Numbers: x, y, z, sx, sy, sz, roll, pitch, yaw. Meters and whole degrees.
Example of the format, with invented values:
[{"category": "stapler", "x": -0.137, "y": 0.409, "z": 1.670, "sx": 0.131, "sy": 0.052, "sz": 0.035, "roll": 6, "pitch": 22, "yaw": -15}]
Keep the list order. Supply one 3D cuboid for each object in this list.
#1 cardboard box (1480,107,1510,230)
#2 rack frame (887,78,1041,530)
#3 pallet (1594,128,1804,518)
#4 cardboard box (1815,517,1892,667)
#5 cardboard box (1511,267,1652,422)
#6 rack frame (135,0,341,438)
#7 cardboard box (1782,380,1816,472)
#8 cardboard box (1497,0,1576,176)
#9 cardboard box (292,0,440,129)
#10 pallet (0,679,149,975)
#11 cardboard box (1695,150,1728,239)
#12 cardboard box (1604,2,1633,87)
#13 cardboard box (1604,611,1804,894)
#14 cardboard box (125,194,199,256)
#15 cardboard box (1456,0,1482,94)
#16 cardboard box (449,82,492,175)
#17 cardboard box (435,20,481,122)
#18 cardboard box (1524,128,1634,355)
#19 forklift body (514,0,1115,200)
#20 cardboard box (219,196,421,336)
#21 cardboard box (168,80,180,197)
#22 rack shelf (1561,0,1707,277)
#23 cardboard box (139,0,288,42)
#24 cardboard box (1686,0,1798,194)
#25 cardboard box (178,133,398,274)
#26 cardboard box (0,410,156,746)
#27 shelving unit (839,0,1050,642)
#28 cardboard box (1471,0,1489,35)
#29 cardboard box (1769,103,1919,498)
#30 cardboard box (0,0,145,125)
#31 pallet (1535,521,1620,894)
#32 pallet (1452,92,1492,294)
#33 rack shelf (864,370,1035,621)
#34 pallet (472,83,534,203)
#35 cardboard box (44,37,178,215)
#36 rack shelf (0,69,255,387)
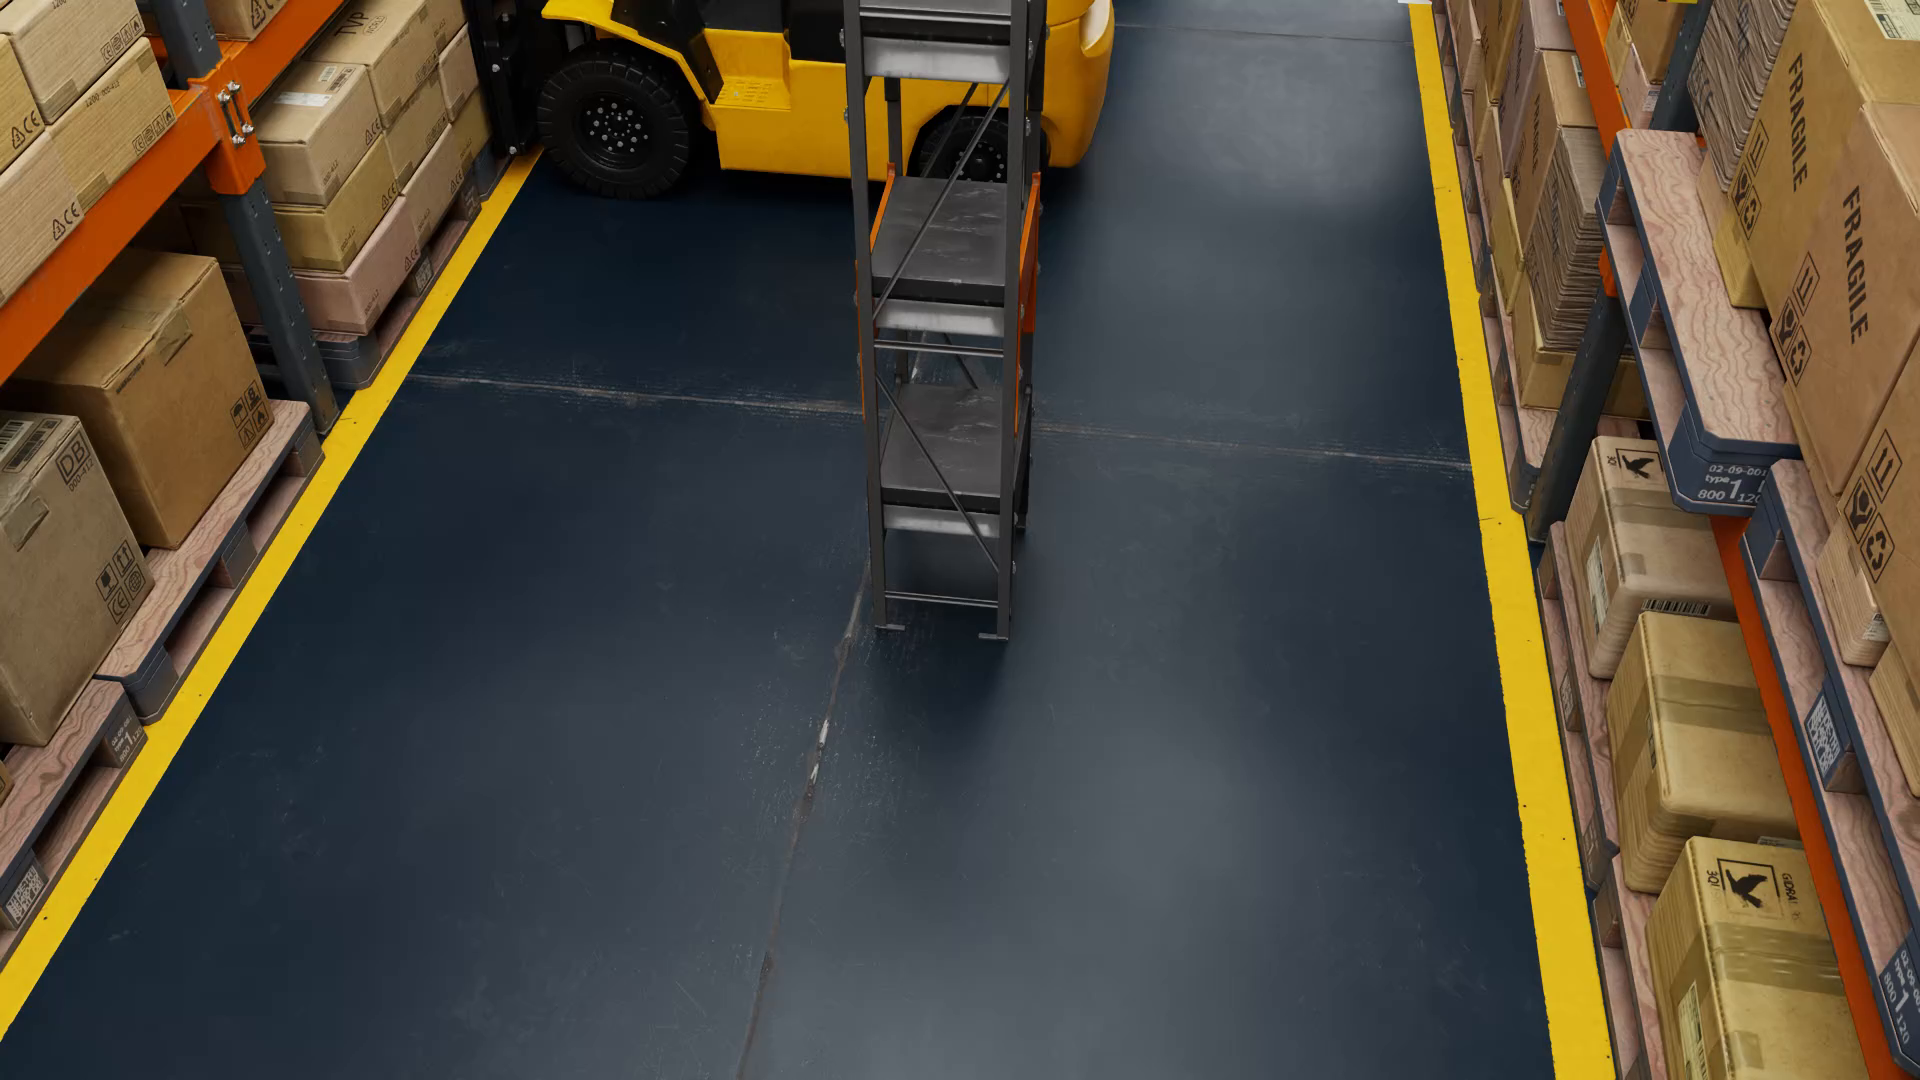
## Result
[{"category": "cardboard box", "x": 2.238, "y": -1.366, "z": 6.205, "sx": 0.500, "sy": 0.250, "sz": 0.500, "roll": 6, "pitch": 44, "yaw": 6}, {"category": "rack frame", "x": 0.010, "y": -0.816, "z": 4.585, "sx": 0.400, "sy": 2.100, "sz": 0.015, "roll": 5, "pitch": 44, "yaw": 6}, {"category": "pallet", "x": 2.049, "y": -0.497, "z": 3.733, "sx": 1.003, "sy": 0.211, "sz": 1.213, "roll": 5, "pitch": 44, "yaw": 6}, {"category": "cardboard box", "x": 1.708, "y": 0.098, "z": 2.842, "sx": 0.380, "sy": 0.149, "sz": 0.250, "roll": 7, "pitch": 44, "yaw": 7}, {"category": "cardboard box", "x": 2.106, "y": -0.656, "z": 5.455, "sx": 0.500, "sy": 0.250, "sz": 0.500, "roll": 7, "pitch": 44, "yaw": 7}, {"category": "rack frame", "x": -2.626, "y": -1.523, "z": 4.677, "sx": 1.000, "sy": 3.000, "sz": 0.127, "roll": 5, "pitch": 44, "yaw": 6}, {"category": "cardboard box", "x": 1.829, "y": -0.247, "z": 3.206, "sx": 0.380, "sy": 0.149, "sz": 0.250, "roll": 6, "pitch": 44, "yaw": 6}, {"category": "cardboard box", "x": 2.238, "y": -1.623, "z": 5.931, "sx": 0.500, "sy": 0.500, "sz": 0.500, "roll": 7, "pitch": 44, "yaw": 8}, {"category": "cardboard box", "x": -2.174, "y": -1.689, "z": 5.819, "sx": 0.500, "sy": 0.250, "sz": 0.500, "roll": 5, "pitch": 44, "yaw": 6}, {"category": "pallet", "x": -2.844, "y": 0.829, "z": 4.221, "sx": 1.003, "sy": 0.211, "sz": 1.213, "roll": 5, "pitch": 44, "yaw": 6}, {"category": "cardboard box", "x": 1.908, "y": -0.788, "z": 3.777, "sx": 0.380, "sy": 0.149, "sz": 0.250, "roll": 6, "pitch": 44, "yaw": 6}, {"category": "cardboard box", "x": 2.061, "y": -1.400, "z": 4.730, "sx": 0.380, "sy": 0.149, "sz": 0.250, "roll": 6, "pitch": 44, "yaw": 6}, {"category": "cardboard box", "x": 2.136, "y": 0.575, "z": 4.066, "sx": 0.950, "sy": 0.372, "sz": 0.625, "roll": 8, "pitch": 44, "yaw": 8}, {"category": "cardboard box", "x": -2.765, "y": -1.209, "z": 5.676, "sx": 0.500, "sy": 0.250, "sz": 0.500, "roll": 4, "pitch": 44, "yaw": 5}, {"category": "cardboard box", "x": 2.367, "y": -2.083, "z": 6.962, "sx": 0.500, "sy": 0.250, "sz": 0.500, "roll": 7, "pitch": 44, "yaw": 7}, {"category": "cardboard box", "x": -2.130, "y": -1.676, "z": 6.532, "sx": 0.500, "sy": 0.250, "sz": 0.500, "roll": 6, "pitch": 44, "yaw": 6}, {"category": "cardboard box", "x": -2.114, "y": -1.845, "z": 6.348, "sx": 0.500, "sy": 0.250, "sz": 0.500, "roll": 5, "pitch": 44, "yaw": 5}, {"category": "cardboard box", "x": 2.106, "y": -0.928, "z": 5.198, "sx": 0.500, "sy": 0.500, "sz": 0.500, "roll": 5, "pitch": 44, "yaw": 5}, {"category": "forklift body", "x": -0.540, "y": -2.483, "z": 6.308, "sx": 2.313, "sy": 2.155, "sz": 1.214, "roll": 5, "pitch": 44, "yaw": 6}, {"category": "cardboard box", "x": -2.234, "y": -0.977, "z": 5.794, "sx": 0.500, "sy": 0.250, "sz": 0.500, "roll": 6, "pitch": 44, "yaw": 6}, {"category": "cardboard box", "x": -2.753, "y": -1.393, "z": 5.507, "sx": 0.500, "sy": 0.250, "sz": 0.500, "roll": 6, "pitch": 44, "yaw": 6}, {"category": "rack shelf", "x": 2.559, "y": -2.176, "z": 5.890, "sx": 1.077, "sy": 0.370, "sz": 4.000, "roll": 5, "pitch": 44, "yaw": 6}, {"category": "cardboard box", "x": -2.309, "y": -1.838, "z": 4.937, "sx": 0.500, "sy": 0.500, "sz": 0.500, "roll": 4, "pitch": 44, "yaw": 4}, {"category": "cardboard box", "x": 1.948, "y": -1.078, "z": 3.612, "sx": 0.500, "sy": 0.500, "sz": 0.500, "roll": 6, "pitch": 44, "yaw": 7}, {"category": "cardboard box", "x": -2.256, "y": -1.160, "z": 5.624, "sx": 0.500, "sy": 0.250, "sz": 0.500, "roll": 5, "pitch": 44, "yaw": 5}, {"category": "cardboard box", "x": -2.794, "y": 0.072, "z": 4.414, "sx": 0.875, "sy": 0.625, "sz": 0.625, "roll": 5, "pitch": 44, "yaw": 5}, {"category": "shelving unit", "x": -0.022, "y": -0.650, "z": 4.409, "sx": 0.431, "sy": 2.100, "sz": 0.503, "roll": 5, "pitch": 44, "yaw": 6}, {"category": "cardboard box", "x": 2.375, "y": -2.329, "z": 6.677, "sx": 0.500, "sy": 0.500, "sz": 0.500, "roll": 4, "pitch": 44, "yaw": 4}, {"category": "cardboard box", "x": 1.803, "y": -0.400, "z": 2.897, "sx": 0.500, "sy": 0.500, "sz": 0.500, "roll": 5, "pitch": 44, "yaw": 5}, {"category": "cardboard box", "x": -2.438, "y": -1.292, "z": 4.178, "sx": 0.500, "sy": 0.250, "sz": 0.500, "roll": 4, "pitch": 44, "yaw": 5}, {"category": "pallet", "x": 2.193, "y": 0.469, "z": 4.601, "sx": 1.003, "sy": 0.211, "sz": 1.213, "roll": 5, "pitch": 44, "yaw": 6}, {"category": "pallet", "x": 2.507, "y": -1.356, "z": 6.529, "sx": 1.003, "sy": 0.211, "sz": 1.213, "roll": 5, "pitch": 44, "yaw": 6}, {"category": "rack shelf", "x": -0.022, "y": -0.131, "z": 4.900, "sx": 0.431, "sy": 0.518, "sz": 0.480, "roll": 5, "pitch": 44, "yaw": 6}, {"category": "pallet", "x": -2.321, "y": -1.882, "z": 7.084, "sx": 1.003, "sy": 0.211, "sz": 1.213, "roll": 5, "pitch": 44, "yaw": 6}, {"category": "cardboard box", "x": -2.434, "y": -1.101, "z": 4.340, "sx": 0.500, "sy": 0.250, "sz": 0.500, "roll": 6, "pitch": 44, "yaw": 6}, {"category": "rack shelf", "x": -2.891, "y": 0.101, "z": 3.485, "sx": 1.077, "sy": 0.370, "sz": 4.000, "roll": 5, "pitch": 44, "yaw": 6}]
